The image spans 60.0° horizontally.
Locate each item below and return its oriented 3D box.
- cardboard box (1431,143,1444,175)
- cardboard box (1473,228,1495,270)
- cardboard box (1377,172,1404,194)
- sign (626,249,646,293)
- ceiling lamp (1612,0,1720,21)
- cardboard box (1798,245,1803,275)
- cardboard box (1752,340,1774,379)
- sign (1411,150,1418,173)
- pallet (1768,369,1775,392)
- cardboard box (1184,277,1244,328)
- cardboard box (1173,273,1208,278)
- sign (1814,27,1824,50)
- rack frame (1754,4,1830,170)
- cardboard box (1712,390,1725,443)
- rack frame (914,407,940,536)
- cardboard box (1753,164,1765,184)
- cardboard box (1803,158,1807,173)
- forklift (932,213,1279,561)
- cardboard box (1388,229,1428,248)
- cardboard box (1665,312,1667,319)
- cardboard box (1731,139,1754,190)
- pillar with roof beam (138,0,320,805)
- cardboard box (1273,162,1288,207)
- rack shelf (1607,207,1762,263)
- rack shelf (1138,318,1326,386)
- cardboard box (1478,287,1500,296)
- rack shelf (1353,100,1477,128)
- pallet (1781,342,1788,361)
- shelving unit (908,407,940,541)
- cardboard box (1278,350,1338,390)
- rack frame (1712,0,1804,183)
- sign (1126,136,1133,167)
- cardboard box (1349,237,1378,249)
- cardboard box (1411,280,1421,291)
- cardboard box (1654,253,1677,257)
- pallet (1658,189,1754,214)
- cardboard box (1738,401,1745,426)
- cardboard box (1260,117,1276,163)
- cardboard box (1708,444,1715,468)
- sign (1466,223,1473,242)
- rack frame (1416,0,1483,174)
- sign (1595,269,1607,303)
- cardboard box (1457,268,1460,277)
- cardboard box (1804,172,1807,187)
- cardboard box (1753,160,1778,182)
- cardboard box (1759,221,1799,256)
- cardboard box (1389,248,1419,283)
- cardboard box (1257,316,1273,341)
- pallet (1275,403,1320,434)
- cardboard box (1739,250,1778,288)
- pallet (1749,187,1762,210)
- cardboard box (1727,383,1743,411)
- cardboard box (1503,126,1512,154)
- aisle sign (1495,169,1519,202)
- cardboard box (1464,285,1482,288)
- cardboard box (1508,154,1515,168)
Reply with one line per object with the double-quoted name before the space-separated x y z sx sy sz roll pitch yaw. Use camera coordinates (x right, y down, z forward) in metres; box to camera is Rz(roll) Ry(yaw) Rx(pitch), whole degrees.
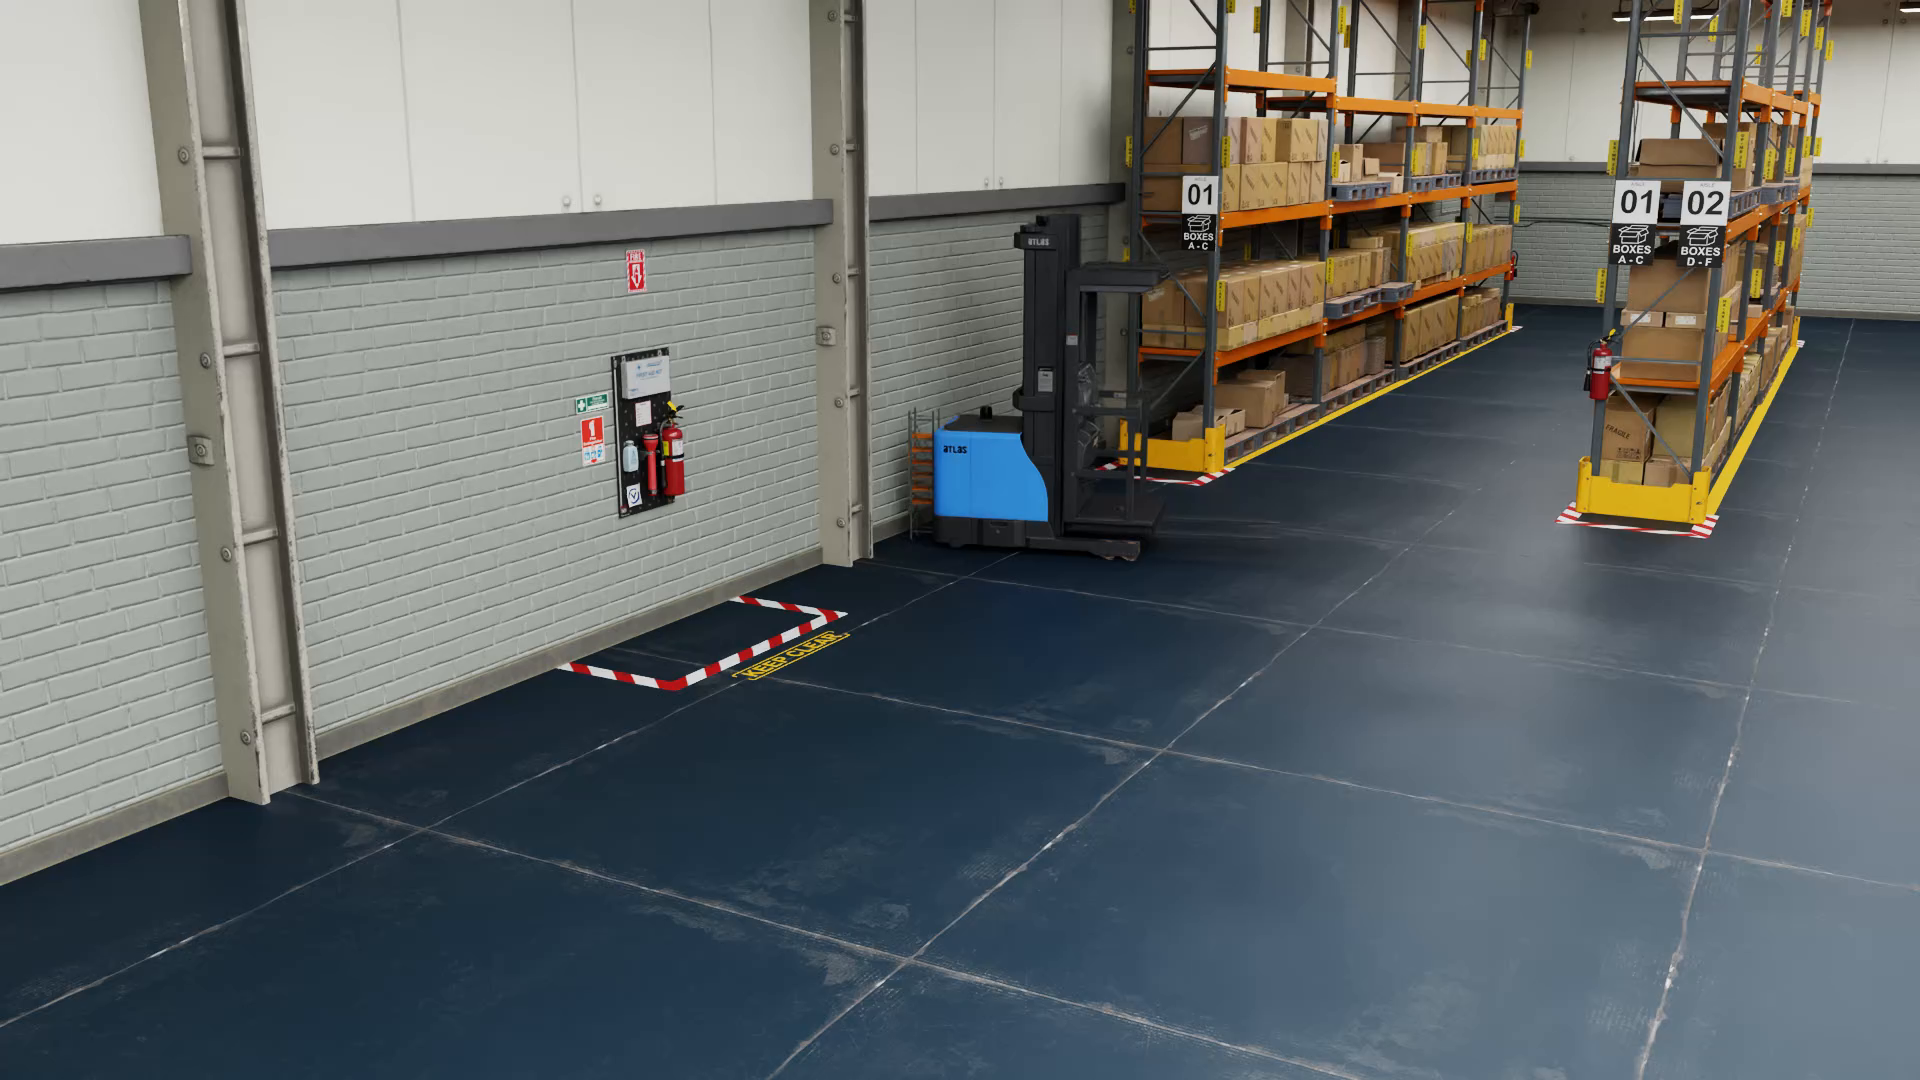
"cardboard box" 7.397 -6.166 26.873 0.700 0.500 0.500 7 15 27
"cardboard box" 9.109 -5.290 30.151 0.980 0.700 0.700 7 15 25
"cardboard box" 6.086 -5.160 24.002 0.500 0.311 0.500 7 15 28
"sign" -2.308 -1.917 11.857 0.001 0.298 0.199 7 15 28
"ceiling lamp" 13.573 -11.574 31.604 2.000 3.185 0.800 7 15 28
"cardboard box" 14.177 -4.814 28.605 0.500 0.500 0.500 8 15 29
"cardboard box" 11.501 -2.624 24.128 0.500 0.500 0.500 7 15 27
"sign" 6.672 -5.562 24.417 0.100 0.325 0.005 7 15 28
"pallet" 11.521 -2.396 24.739 1.003 0.211 1.213 7 15 28
"cardboard box" 2.824 -2.638 18.470 0.500 0.500 0.500 7 15 28
"cardboard box" 2.624 -2.797 19.129 0.500 0.500 0.500 8 16 29
"sign" 12.958 -7.560 25.078 0.100 0.325 0.005 7 15 28
"rack frame" 14.403 -7.911 28.866 1.000 3.000 0.127 7 15 28
"cardboard box" 7.850 -1.337 17.765 0.500 0.500 0.500 7 15 28
"rack frame" -0.301 -0.621 15.265 0.240 1.200 0.006 3 14 13
"cardboard box" 10.128 -4.734 21.510 0.500 0.250 0.500 8 16 30
"cardboard box" 13.414 -6.078 26.915 0.500 0.250 0.500 7 15 28
"forklift" 1.325 -1.379 14.717 3.031 2.935 1.130 3 14 12
"cardboard box" 6.902 -4.656 25.672 0.500 0.250 0.500 7 15 27
"cardboard box" 6.812 -2.230 16.503 0.380 0.149 0.250 8 16 29
"cardboard box" 7.711 -3.801 16.808 0.500 0.500 0.500 7 15 28
"pillar with roof beam" -0.121 -2.481 6.341 9.100 9.000 0.400 7 15 28
"cardboard box" 3.490 -4.155 19.429 0.500 0.500 0.500 8 16 31
"rack shelf" 7.635 -3.231 17.387 1.077 0.370 4.000 7 15 28
"rack shelf" 3.297 -2.333 20.064 1.077 0.370 4.000 7 15 28
"cardboard box" 9.912 -4.658 31.224 0.380 0.149 0.250 7 15 27
"rack shelf" 7.165 -6.697 26.216 1.077 0.370 4.000 7 15 28
"pallet" 13.391 -3.211 28.118 1.003 0.211 1.213 7 15 28
"shelving unit" -0.322 -0.601 15.178 0.258 1.200 0.189 3 14 13
"cardboard box" 4.811 -2.357 23.020 0.700 0.500 0.500 7 15 27
"rack frame" 10.536 -6.270 22.057 1.000 3.000 0.127 7 15 28
"sign" 1.854 -4.228 18.100 0.100 0.325 0.005 7 15 28
"cardboard box" 5.915 -4.350 24.358 0.380 0.149 0.250 5 14 19
"cardboard box" 6.892 -3.939 25.681 0.380 0.149 0.250 8 16 30
"cardboard box" 7.181 -2.605 16.675 0.700 0.500 0.500 7 15 27
"pallet" 7.622 -3.521 17.243 1.003 0.211 1.213 7 15 28
"cardboard box" 9.262 -1.560 20.291 0.500 0.250 0.500 8 16 29
"cardboard box" 3.254 -4.531 18.853 0.500 0.500 0.500 8 16 30
"cardboard box" 7.603 -0.870 17.430 0.500 0.250 0.500 7 15 28
"sign" 8.611 -5.200 28.116 0.100 0.325 0.005 7 15 28
"rack frame" 8.131 -7.651 27.786 1.000 3.000 0.127 7 15 28
"sign" 6.200 -2.455 16.056 0.100 0.325 0.005 7 15 28
"cardboard box" 8.216 -4.521 28.096 0.380 0.149 0.250 8 15 29
"cardboard box" 13.648 -5.939 27.404 0.500 0.250 0.500 7 15 28
"cardboard box" 10.717 -4.954 22.784 0.910 0.500 0.500 7 15 28
"cardboard box" 12.944 -4.774 26.304 0.500 0.500 0.500 8 16 29
"cardboard box" 6.657 -4.188 25.330 0.500 0.500 0.500 8 16 30
"cardboard box" 3.334 -2.486 19.438 0.500 0.250 0.500 7 15 27
"pallet" 3.970 -1.596 21.420 1.003 0.211 1.213 7 15 28
"cardboard box" 11.351 -3.914 23.977 0.700 0.500 0.500 11 17 38
"pallet" 8.213 -3.770 18.277 1.003 0.211 1.213 7 15 28
"cardboard box" 9.020 -1.730 19.799 0.500 0.311 0.500 7 15 28
"cardboard box" 9.699 -7.276 30.239 0.500 0.500 0.500 8 16 30
"aisle sign" 10.363 -6.800 31.509 0.394 0.787 0.004 7 15 28
"cardboard box" 9.700 -4.753 31.619 0.380 0.149 0.250 7 15 28
"cardboard box" 9.943 -7.013 30.751 0.500 0.250 0.500 8 16 30
